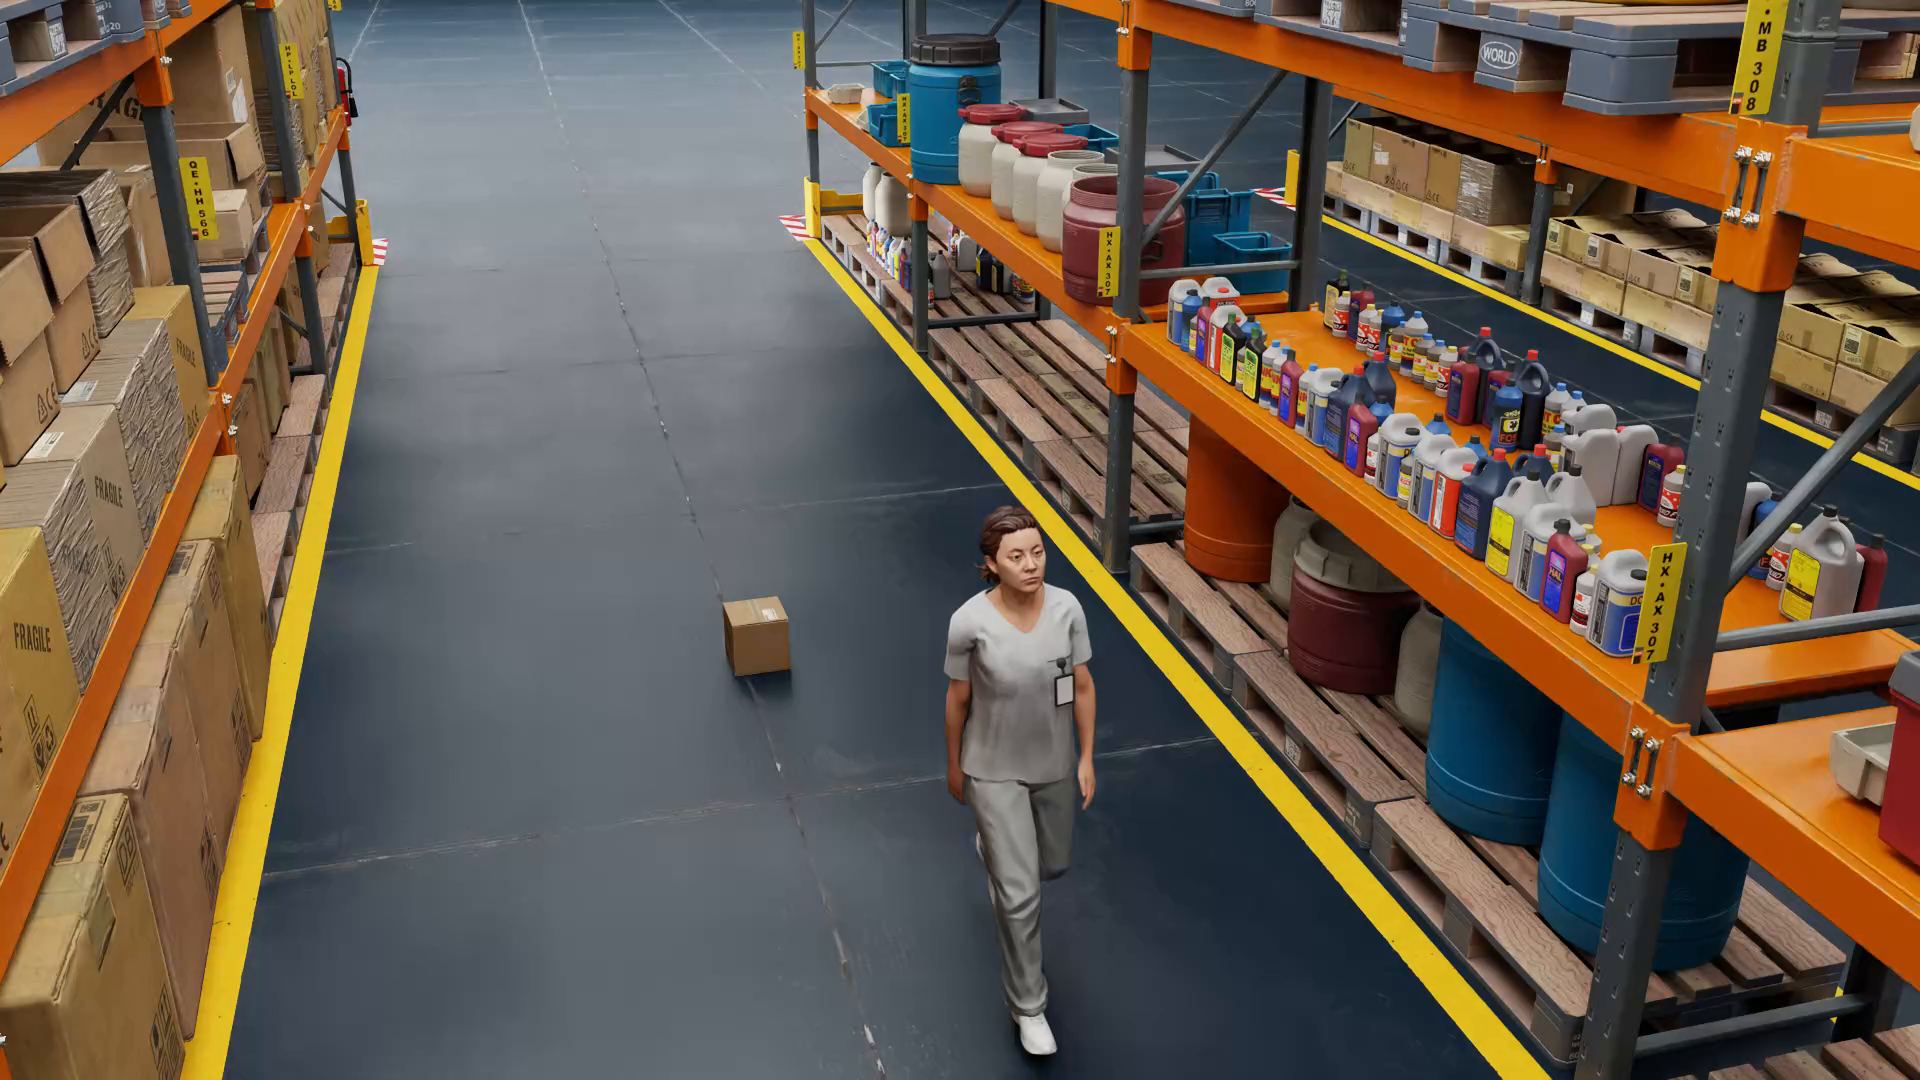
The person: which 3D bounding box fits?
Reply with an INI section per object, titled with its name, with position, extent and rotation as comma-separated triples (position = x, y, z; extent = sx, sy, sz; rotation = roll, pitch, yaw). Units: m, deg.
[person]
position = 0.172, 0.653, 5.050
extent = 0.452, 1.632, 0.886
rotation = -8, 24, -18
